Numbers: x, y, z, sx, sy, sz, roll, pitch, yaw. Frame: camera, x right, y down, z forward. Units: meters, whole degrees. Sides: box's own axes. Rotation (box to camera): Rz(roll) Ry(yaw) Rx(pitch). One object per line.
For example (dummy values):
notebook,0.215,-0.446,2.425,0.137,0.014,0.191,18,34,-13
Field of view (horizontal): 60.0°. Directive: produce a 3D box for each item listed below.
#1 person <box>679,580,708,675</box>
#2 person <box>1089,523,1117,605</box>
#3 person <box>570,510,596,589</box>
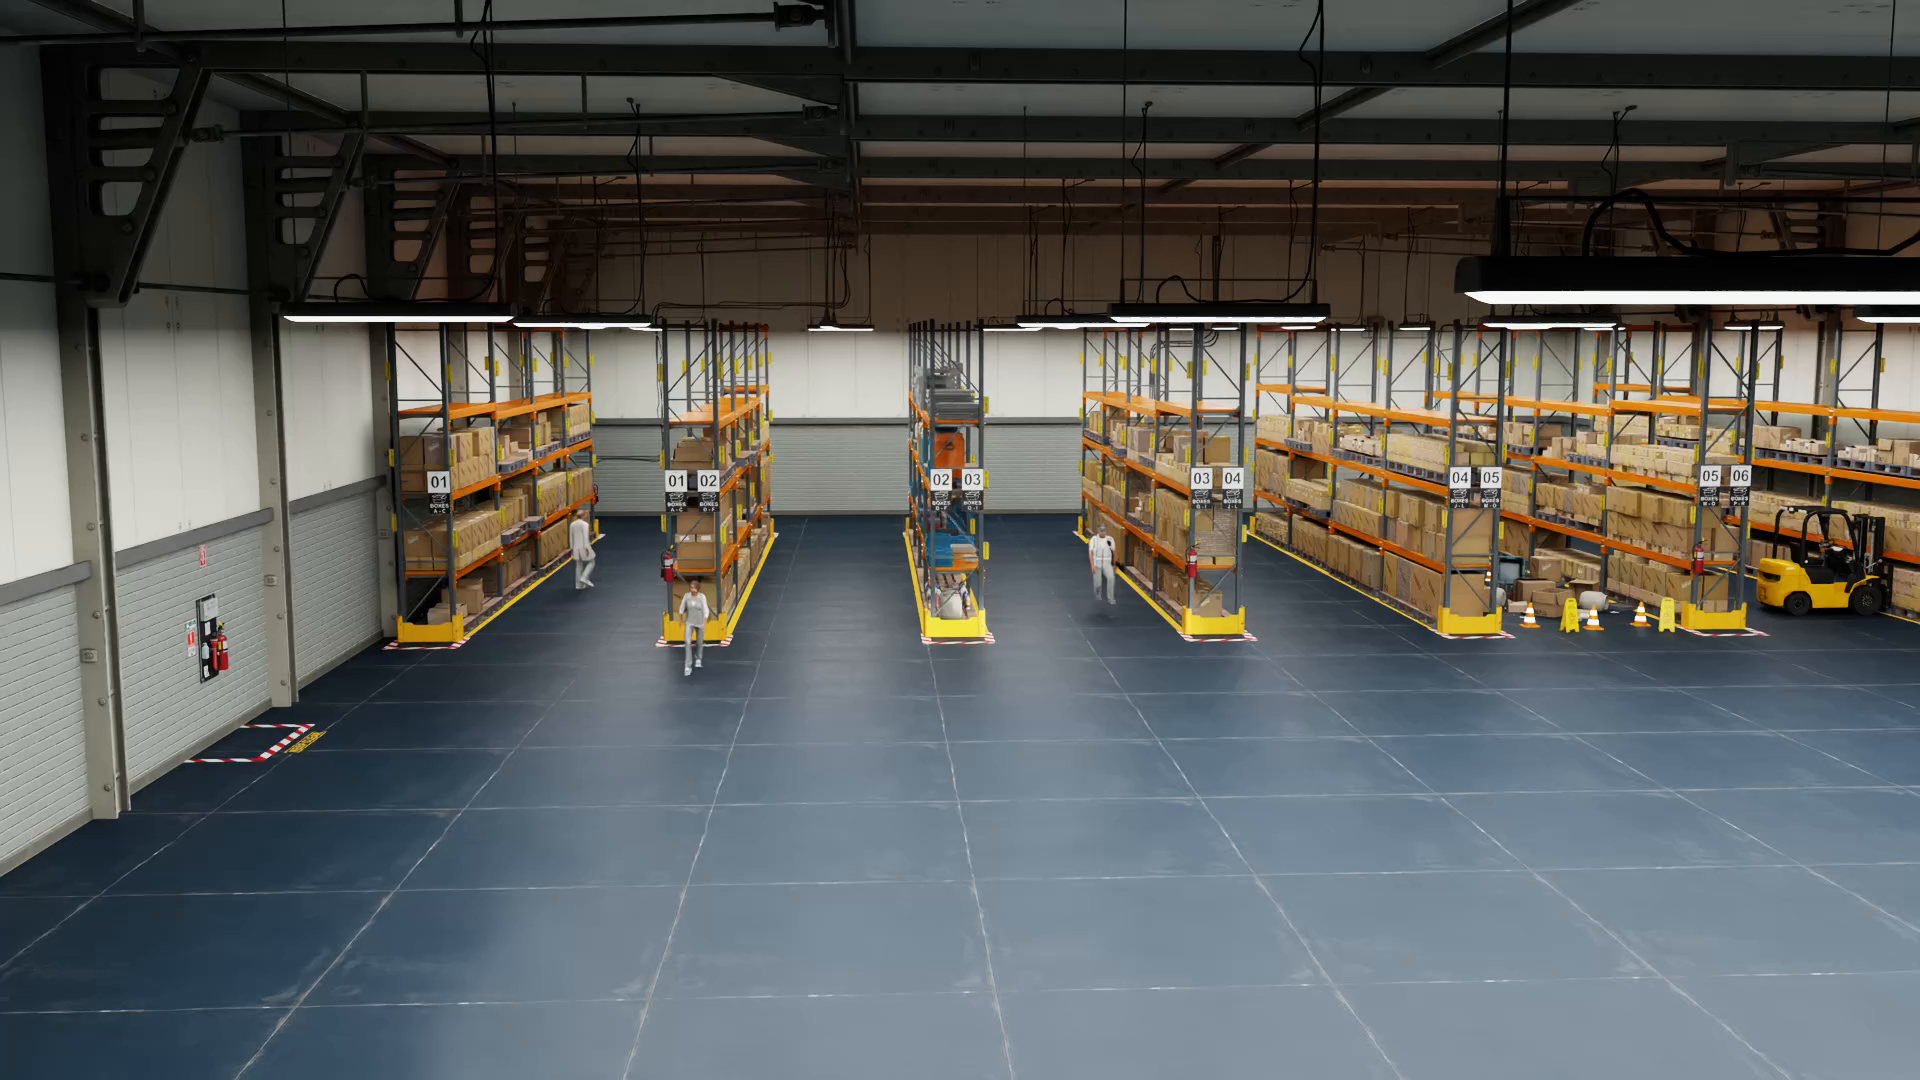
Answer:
person,-4.538,1.452,28.354,0.495,1.558,0.888,-1,7,-10
person,2.909,0.463,33.842,0.578,1.619,0.979,0,7,3
person,-8.535,0.207,37.441,0.597,1.759,0.517,2,7,15
